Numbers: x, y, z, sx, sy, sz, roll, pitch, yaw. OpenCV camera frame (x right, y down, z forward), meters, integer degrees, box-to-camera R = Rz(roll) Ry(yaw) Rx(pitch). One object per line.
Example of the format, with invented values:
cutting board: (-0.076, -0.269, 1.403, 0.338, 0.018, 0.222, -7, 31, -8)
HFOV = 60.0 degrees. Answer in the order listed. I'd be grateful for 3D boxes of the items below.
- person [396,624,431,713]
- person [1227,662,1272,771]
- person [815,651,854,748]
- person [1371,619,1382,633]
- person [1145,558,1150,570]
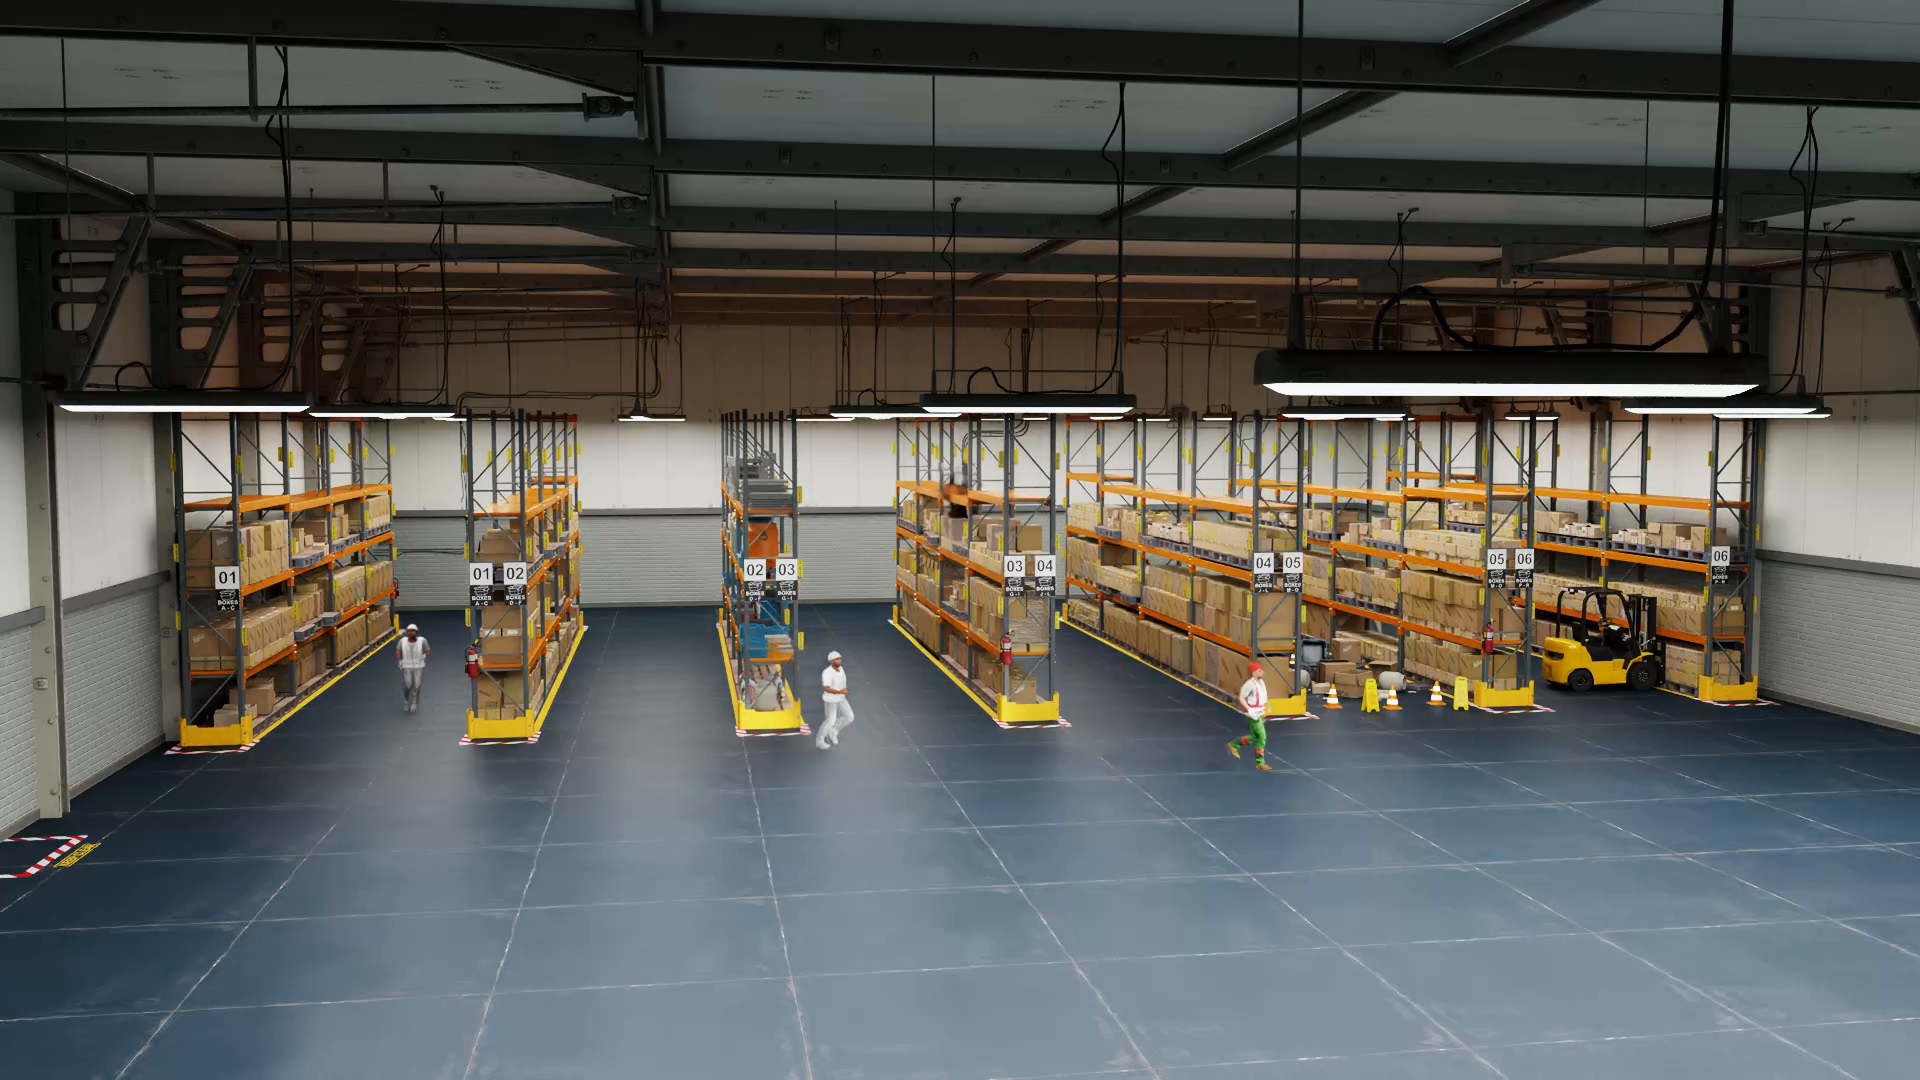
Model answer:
person: (-10.810, 2.544, 32.916, 0.655, 1.758, 0.650, -1, 4, -19)
person: (4.829, 2.907, 27.639, 0.821, 1.781, 0.657, 3, 5, 34)
person: (-2.173, 2.803, 29.265, 0.785, 1.715, 0.726, 2, 5, 32)
person: (10.976, 1.759, 44.634, 0.672, 1.784, 0.930, -1, 4, -8)
person: (5.655, 1.401, 50.219, 0.737, 1.731, 0.546, 0, 4, -7)
